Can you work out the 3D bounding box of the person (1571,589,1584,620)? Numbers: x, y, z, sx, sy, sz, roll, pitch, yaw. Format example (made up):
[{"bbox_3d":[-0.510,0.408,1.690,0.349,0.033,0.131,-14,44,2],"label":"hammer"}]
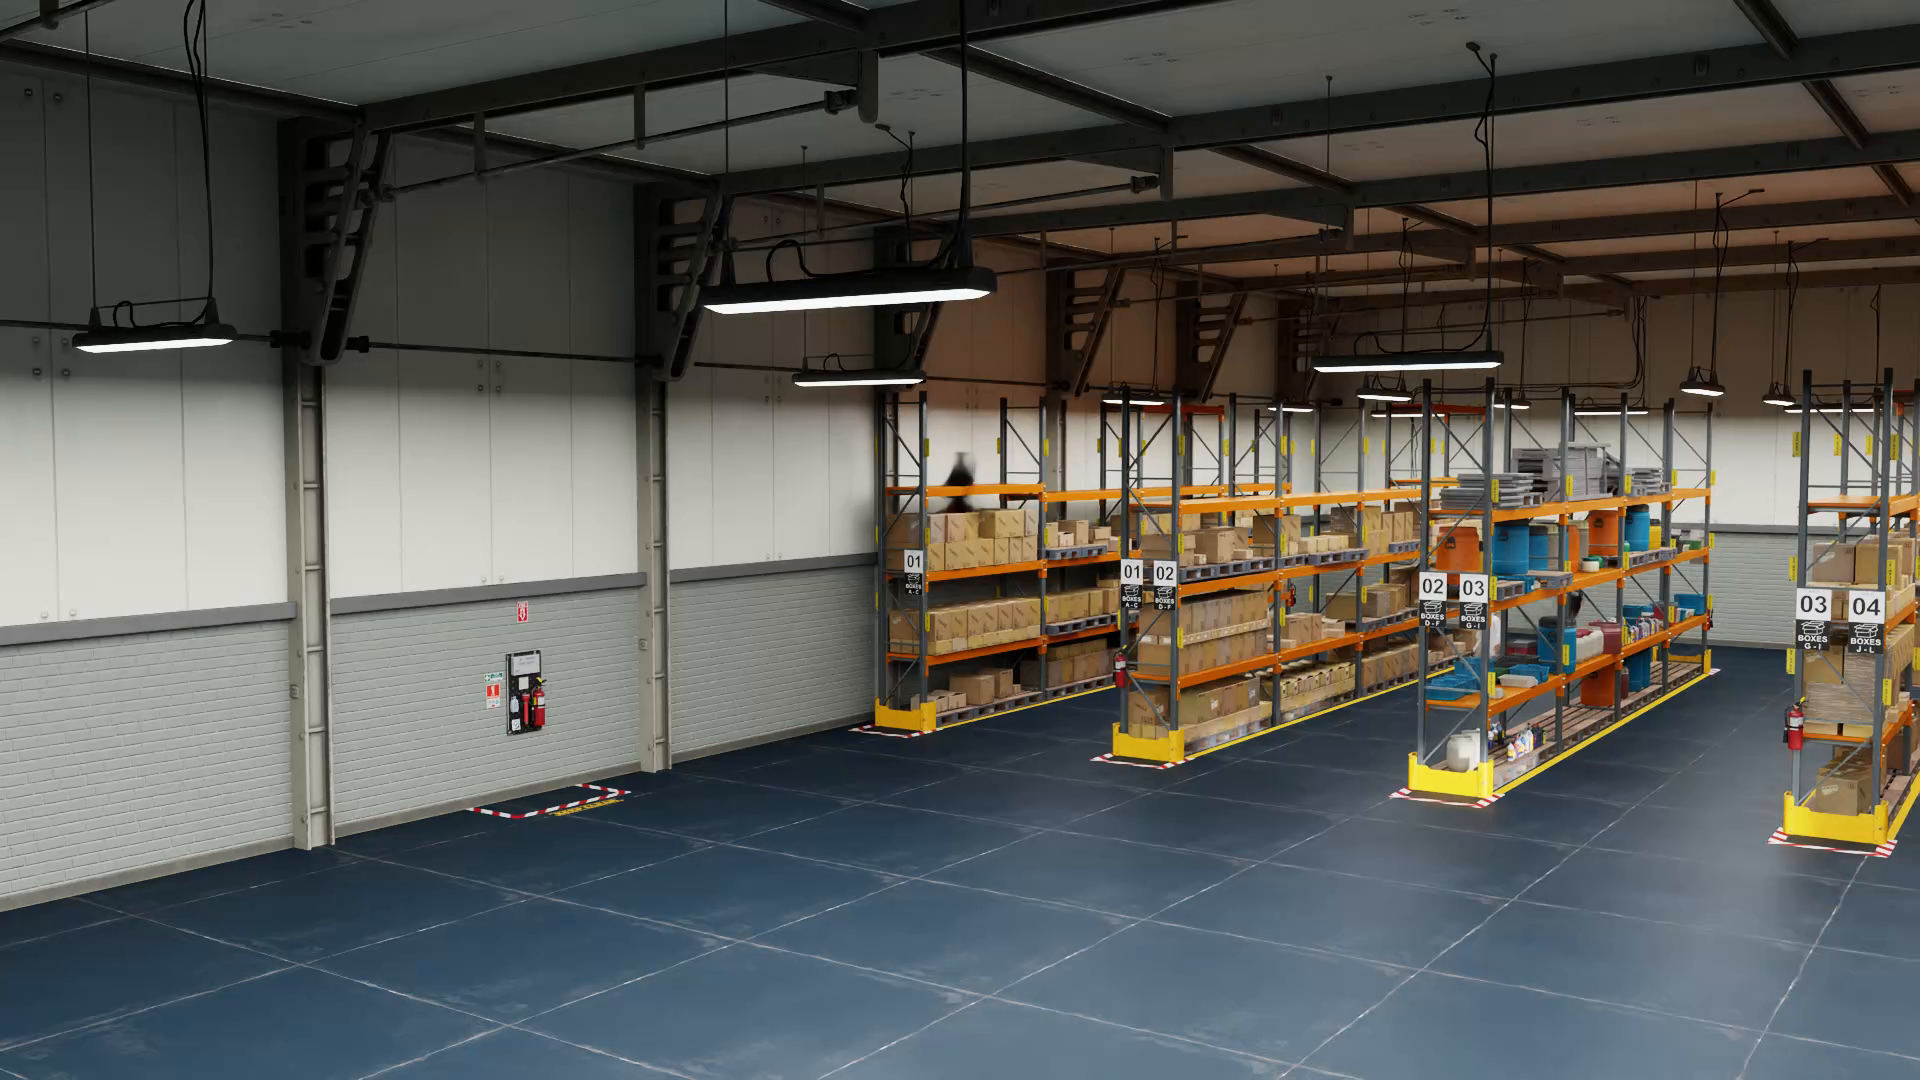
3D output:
[{"bbox_3d":[15.515,1.802,42.292,0.599,1.681,0.915,-1,3,-18],"label":"person"}]

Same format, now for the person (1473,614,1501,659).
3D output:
[{"bbox_3d":[11.165,2.187,35.093,0.601,1.729,0.750,-3,4,-39],"label":"person"}]
